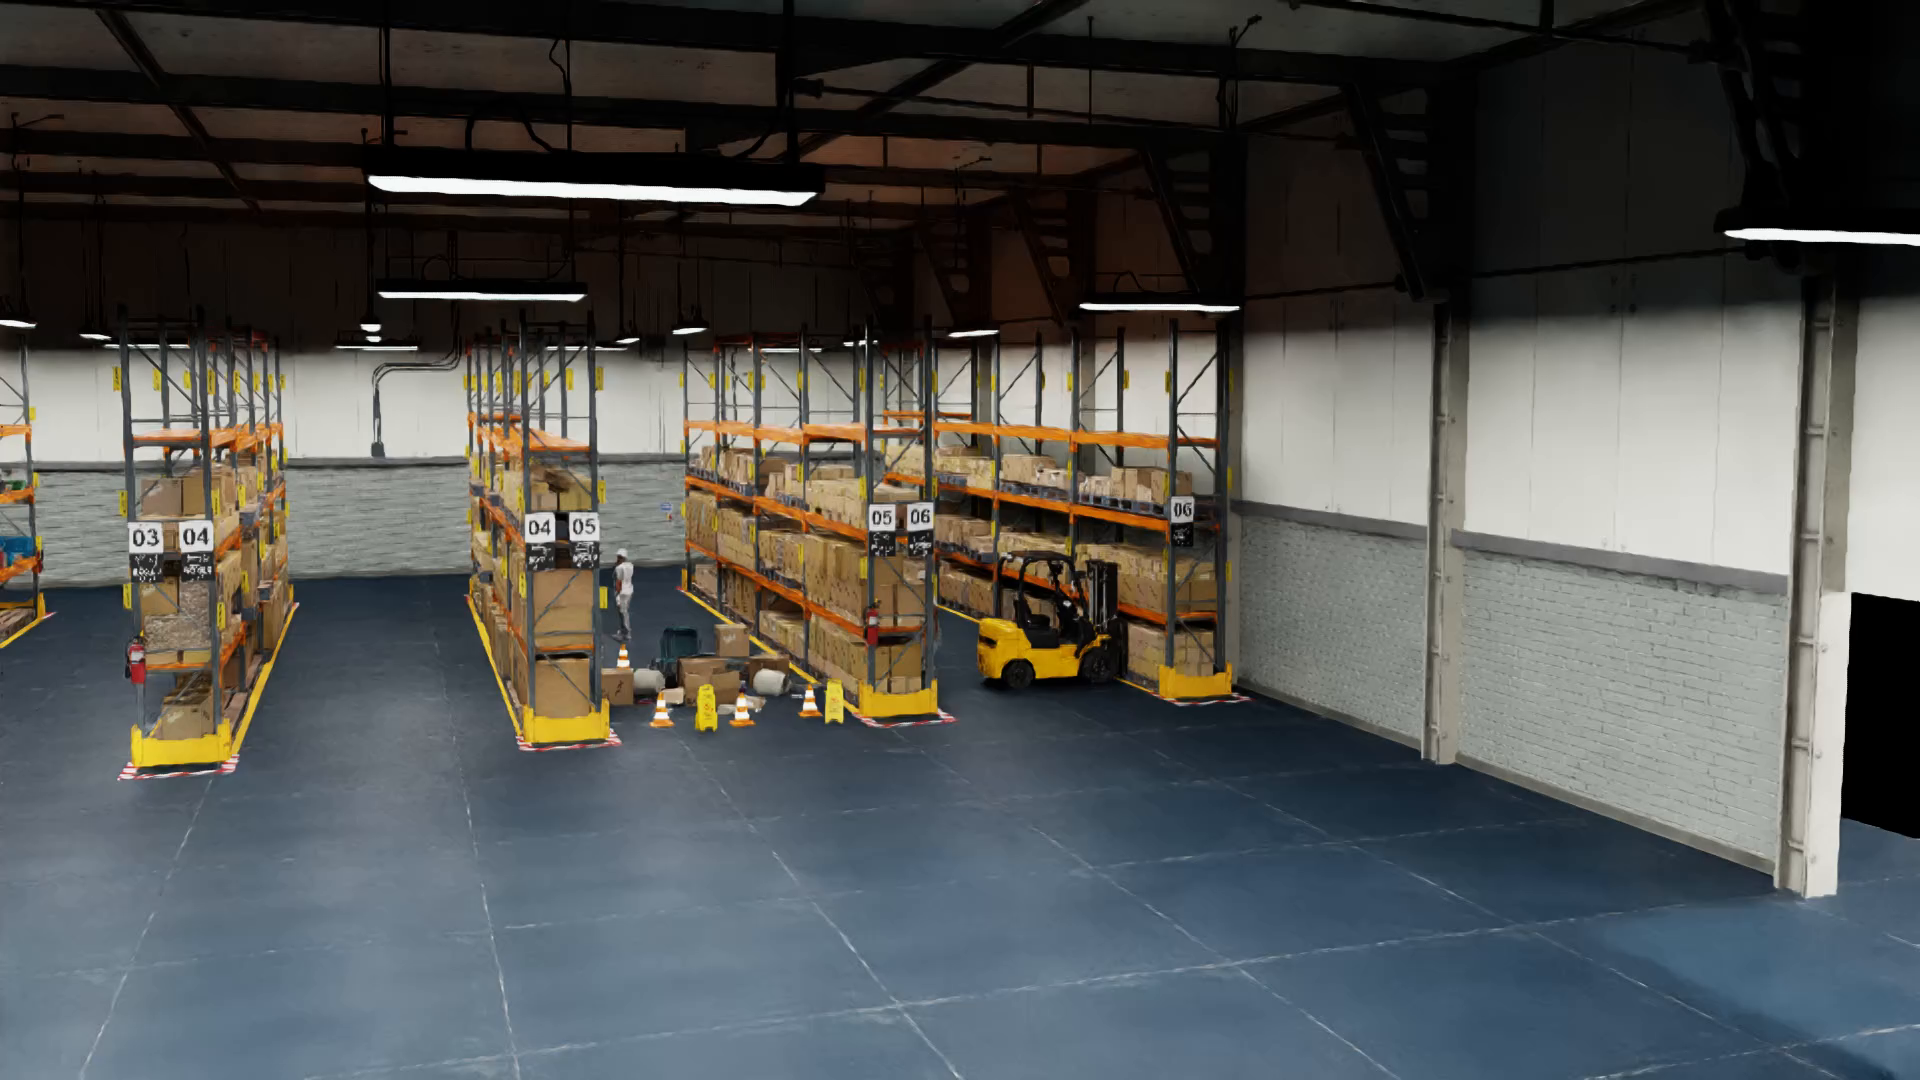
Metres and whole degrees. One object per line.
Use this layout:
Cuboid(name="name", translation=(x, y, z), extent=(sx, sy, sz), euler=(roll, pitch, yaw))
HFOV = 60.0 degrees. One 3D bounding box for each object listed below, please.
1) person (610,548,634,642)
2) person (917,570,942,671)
Cuboid(name="person", translation=(-6.573, 1.048, 32.174), extent=(0.494, 1.785, 0.616), euler=(1, 6, 10))
Cuboid(name="person", translation=(-0.593, 1.395, 28.777), extent=(0.605, 1.764, 0.444), euler=(5, 7, 42))
